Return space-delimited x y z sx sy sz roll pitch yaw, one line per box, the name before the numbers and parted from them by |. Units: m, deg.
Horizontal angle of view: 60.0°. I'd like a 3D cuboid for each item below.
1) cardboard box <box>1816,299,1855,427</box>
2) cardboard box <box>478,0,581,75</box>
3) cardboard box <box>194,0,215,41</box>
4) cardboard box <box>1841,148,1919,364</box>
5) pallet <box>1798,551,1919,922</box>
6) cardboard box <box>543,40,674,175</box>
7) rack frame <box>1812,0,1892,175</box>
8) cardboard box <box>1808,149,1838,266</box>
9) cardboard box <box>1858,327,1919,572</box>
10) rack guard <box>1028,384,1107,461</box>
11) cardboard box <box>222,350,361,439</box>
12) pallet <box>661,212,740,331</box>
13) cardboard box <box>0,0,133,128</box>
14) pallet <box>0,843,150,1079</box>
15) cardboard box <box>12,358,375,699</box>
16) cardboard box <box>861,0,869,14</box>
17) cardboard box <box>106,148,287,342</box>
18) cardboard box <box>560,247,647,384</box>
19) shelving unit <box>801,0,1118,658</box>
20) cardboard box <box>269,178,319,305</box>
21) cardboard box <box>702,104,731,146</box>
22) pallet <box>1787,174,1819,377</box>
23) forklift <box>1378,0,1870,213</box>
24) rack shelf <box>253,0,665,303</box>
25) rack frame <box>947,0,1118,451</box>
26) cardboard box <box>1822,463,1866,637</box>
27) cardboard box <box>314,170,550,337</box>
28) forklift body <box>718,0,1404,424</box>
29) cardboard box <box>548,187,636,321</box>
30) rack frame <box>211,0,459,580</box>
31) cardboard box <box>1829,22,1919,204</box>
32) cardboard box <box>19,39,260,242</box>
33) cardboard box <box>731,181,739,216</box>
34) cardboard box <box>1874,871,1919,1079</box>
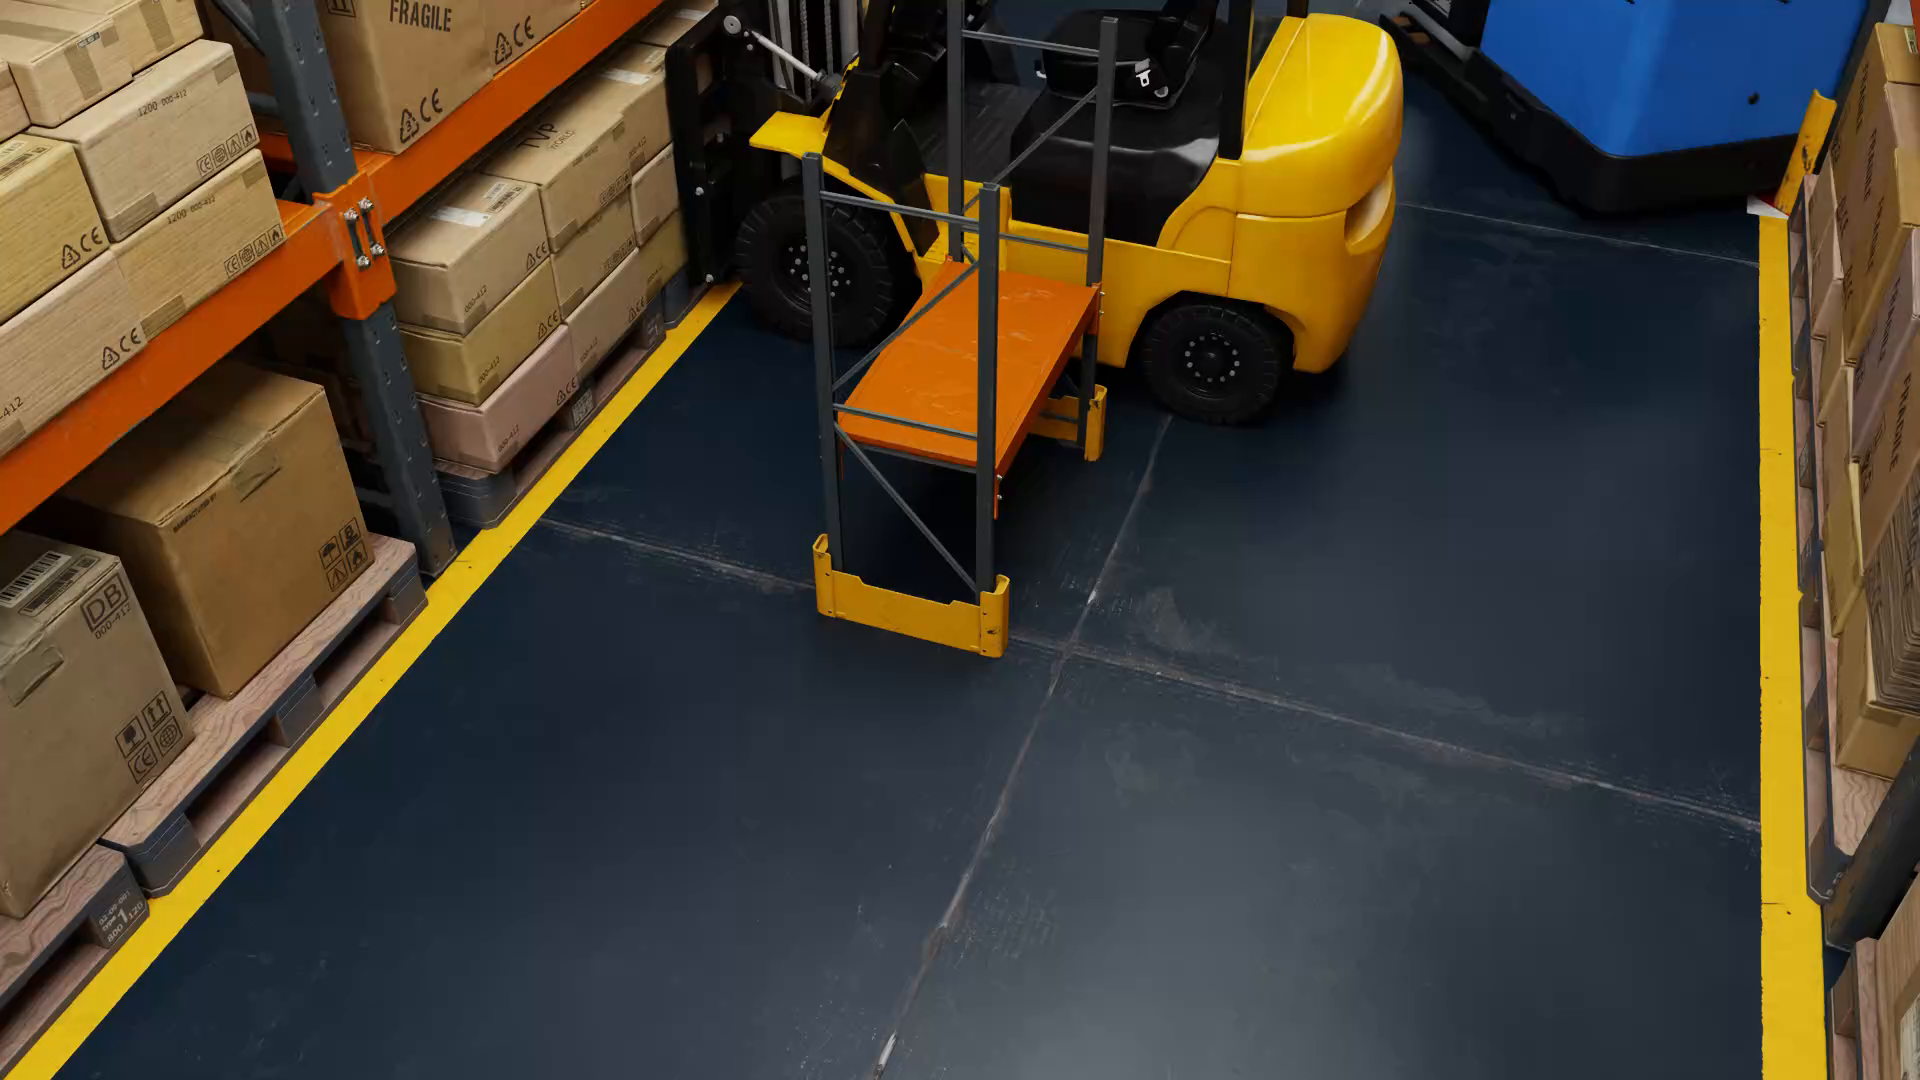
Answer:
cardboard box | 3.085 -0.545 5.372 0.500 0.250 0.500 16 43 18
cardboard box | -1.497 -1.739 4.900 0.500 0.500 0.500 14 42 16
cardboard box | -2.157 -1.539 4.665 0.500 0.500 0.500 13 42 15
cardboard box | 3.080 -0.837 5.137 0.500 0.500 0.500 14 42 16
pallet | 2.806 0.576 4.412 1.003 0.211 1.213 13 42 15
cardboard box | -1.252 -1.502 5.724 0.500 0.250 0.500 15 43 17
rack frame | 3.977 -2.507 5.877 1.000 3.000 0.127 13 42 15
cardboard box | 3.441 -1.190 6.129 0.500 0.250 0.500 13 42 15
cardboard box | 2.732 -0.197 4.387 0.500 0.500 0.500 14 42 16
rack guard | 0.196 -0.445 5.579 0.587 0.250 0.087 13 42 15
cardboard box | -2.080 -0.621 5.462 0.500 0.250 0.500 14 42 16
pallet | -1.330 -1.328 6.644 1.003 0.211 1.213 13 42 15
cardboard box | -2.036 -1.032 3.572 0.380 0.149 0.250 13 42 14
pallet | -2.687 1.099 3.799 1.003 0.211 1.213 13 42 15
cardboard box | -2.224 -0.102 4.565 0.875 0.625 0.625 15 43 17
cardboard box | -0.561 -2.544 7.330 0.500 0.250 0.500 13 42 15
cardboard box | -1.983 -0.744 3.927 0.500 0.250 0.500 14 42 16
cardboard box | -1.421 -0.815 5.689 0.500 0.250 0.500 12 42 14
shelving unit | 0.026 -0.617 4.818 0.587 1.500 1.083 13 42 15
cardboard box | -2.070 -1.004 5.140 0.500 0.250 0.500 14 42 16
cardboard box | -1.074 -1.616 6.243 0.500 0.250 0.500 13 42 15
pallet | 3.640 -0.912 6.156 1.003 0.211 1.213 13 42 15
forklift | 2.648 -3.396 6.973 1.130 2.935 3.031 -10 42 -12
rack shelf | -1.372 -2.113 5.970 1.077 0.370 4.000 13 42 15
rack frame | 0.203 -0.933 5.188 0.500 1.500 0.032 13 42 15
cardboard box | 2.732 0.072 4.650 0.500 0.250 0.500 12 42 14
cardboard box | -1.596 -0.886 5.002 0.500 0.250 0.500 13 42 14
forklift body | 0.377 -1.722 5.611 2.313 2.155 1.214 13 42 15
cardboard box | -1.430 -1.005 5.526 0.500 0.250 0.500 13 42 15
rack frame | -2.056 -1.167 4.306 1.000 3.000 0.127 13 42 15
cardboard box | 3.434 -1.461 5.868 0.500 0.500 0.500 12 42 14
cardboard box | -1.984 -0.943 3.775 0.500 0.250 0.500 12 42 14
cardboard box | -1.067 -1.437 6.418 0.500 0.250 0.500 15 43 16
cardboard box | 2.432 1.093 3.359 0.950 0.372 0.625 14 42 16
